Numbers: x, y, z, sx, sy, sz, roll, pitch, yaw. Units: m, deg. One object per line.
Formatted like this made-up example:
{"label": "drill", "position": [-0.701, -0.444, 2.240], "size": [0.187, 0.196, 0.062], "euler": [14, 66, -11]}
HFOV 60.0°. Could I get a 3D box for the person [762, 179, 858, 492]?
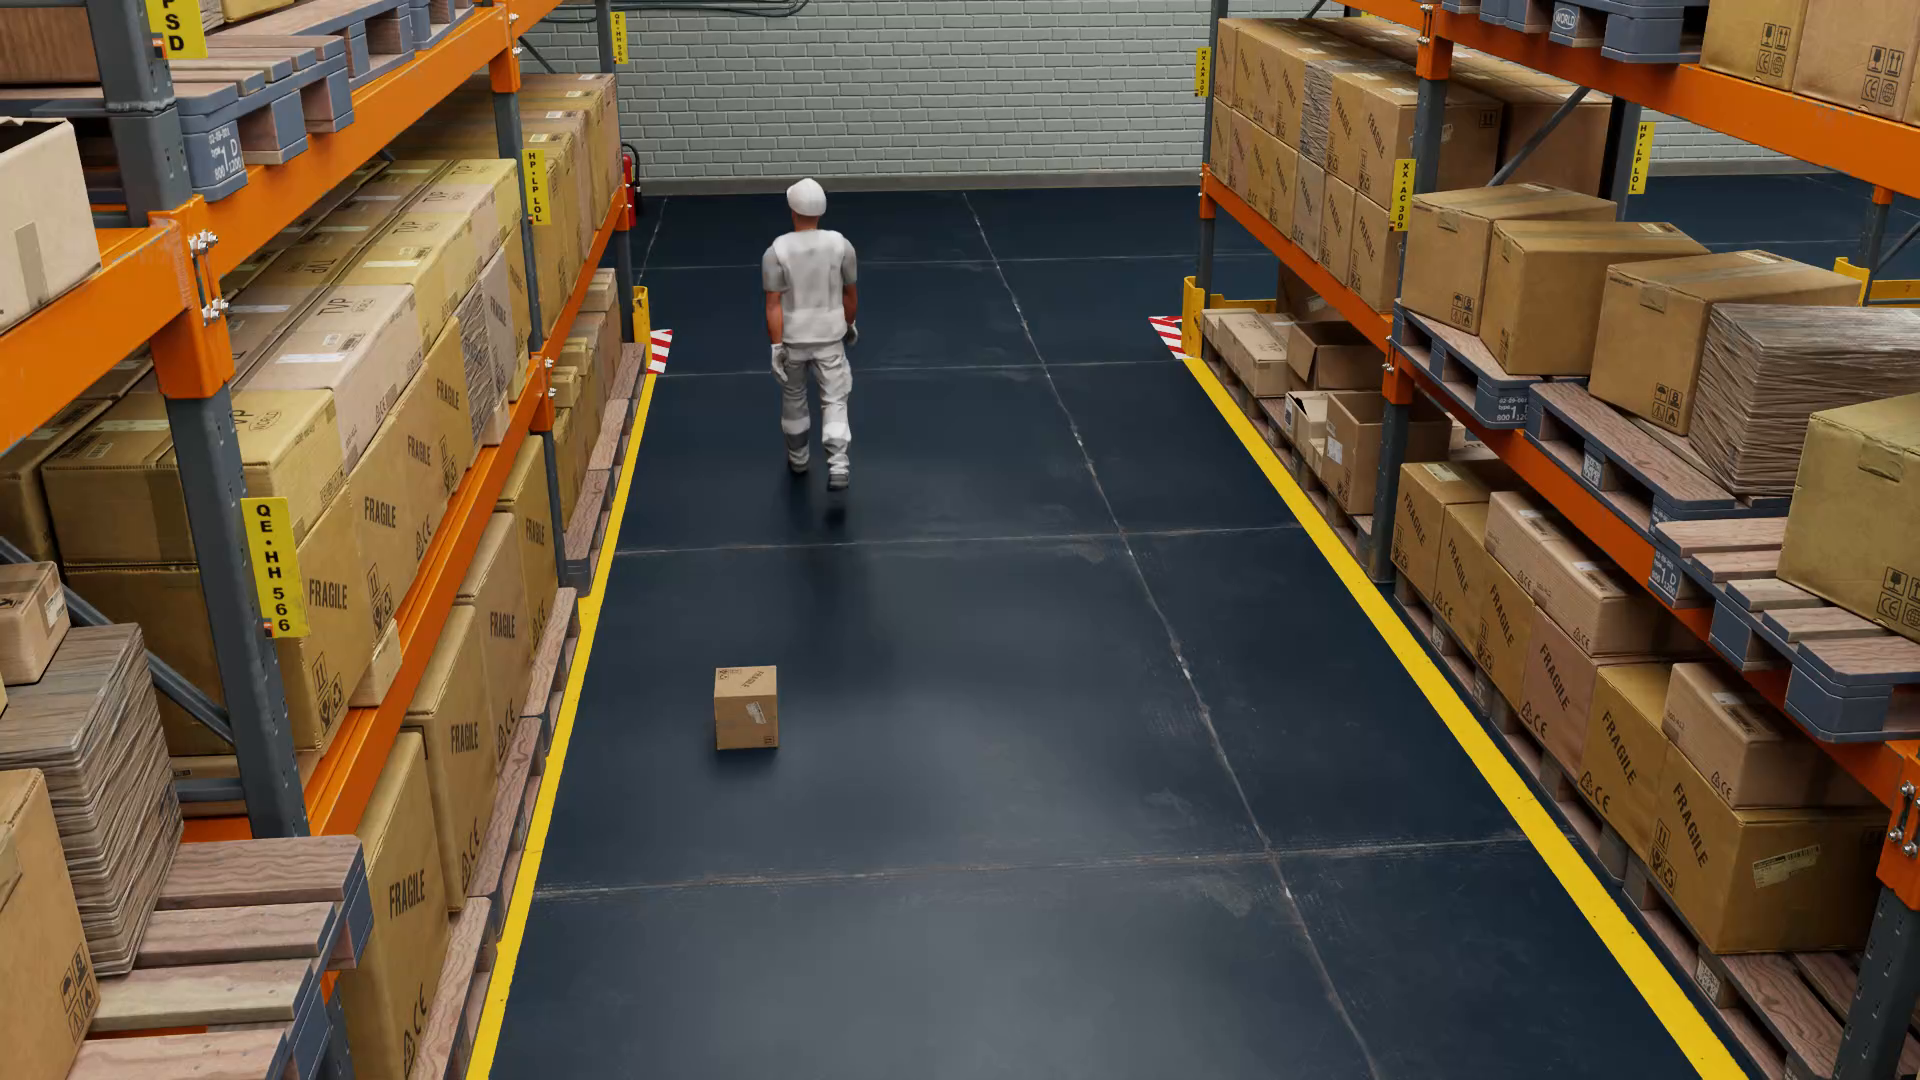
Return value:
{"label": "person", "position": [-0.810, -1.116, 9.132], "size": [0.528, 1.748, 0.985], "euler": [-4, 24, -8]}
